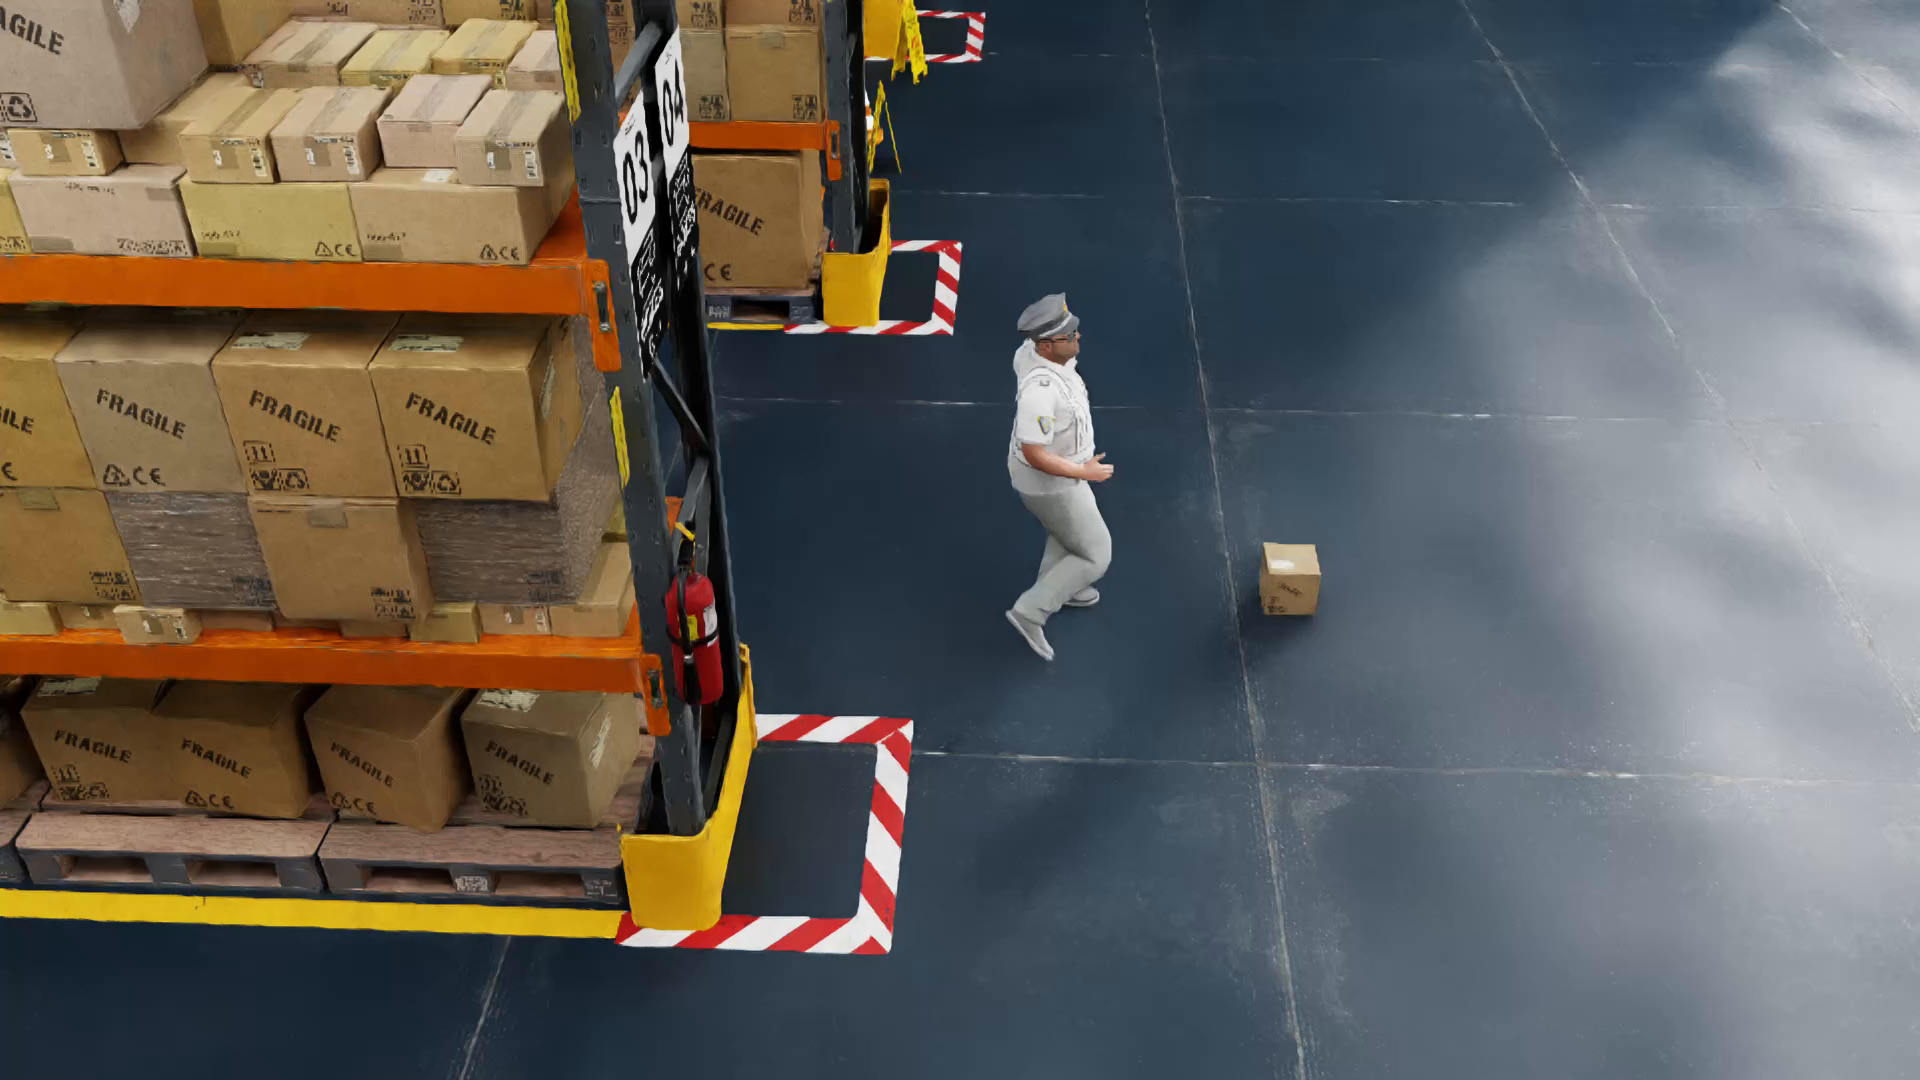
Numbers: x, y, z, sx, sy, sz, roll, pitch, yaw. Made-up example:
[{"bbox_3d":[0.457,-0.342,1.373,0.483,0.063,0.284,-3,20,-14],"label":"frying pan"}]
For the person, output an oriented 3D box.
[{"bbox_3d":[0.442,-0.324,7.572,0.510,1.756,0.783,-2,36,-3],"label":"person"}]
